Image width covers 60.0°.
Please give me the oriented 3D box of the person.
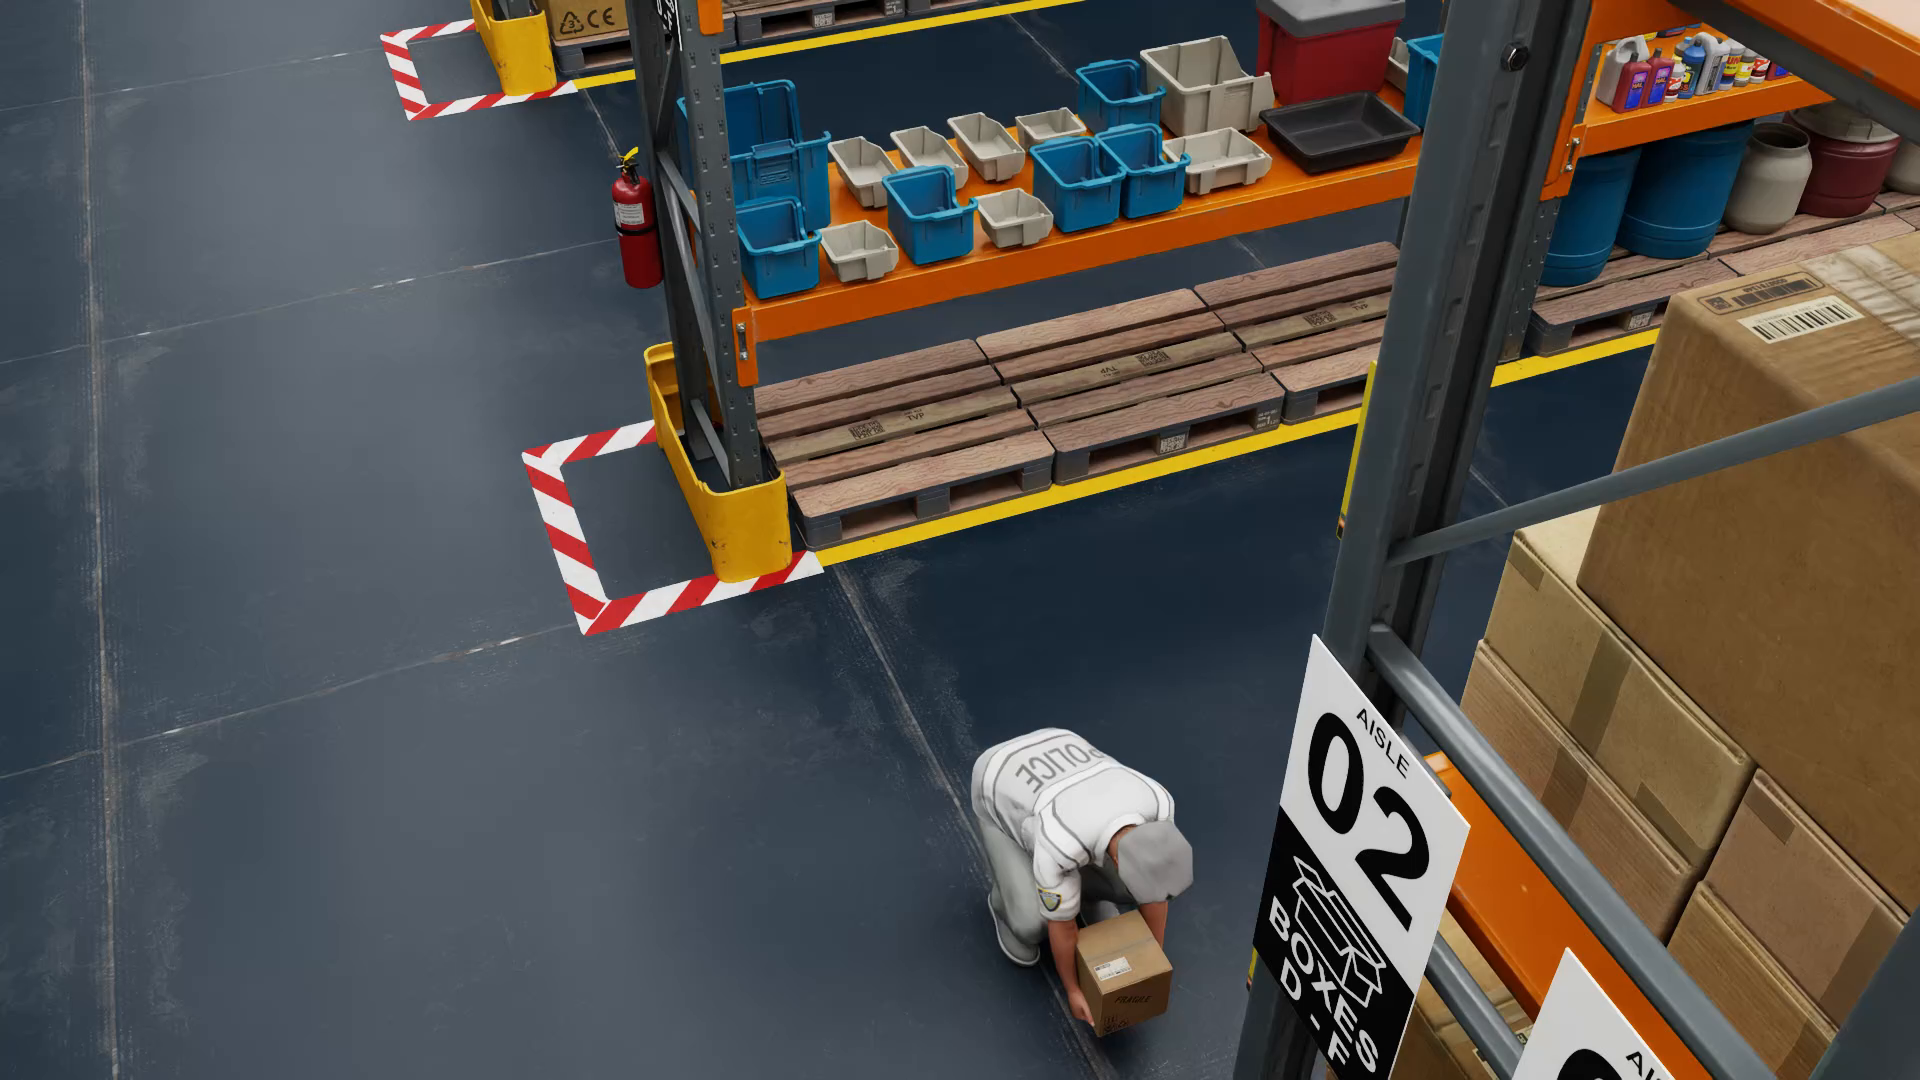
[{"bbox_3d":[0.391,1.066,5.504,0.532,1.027,0.968,-16,44,-18],"label":"person"}]
